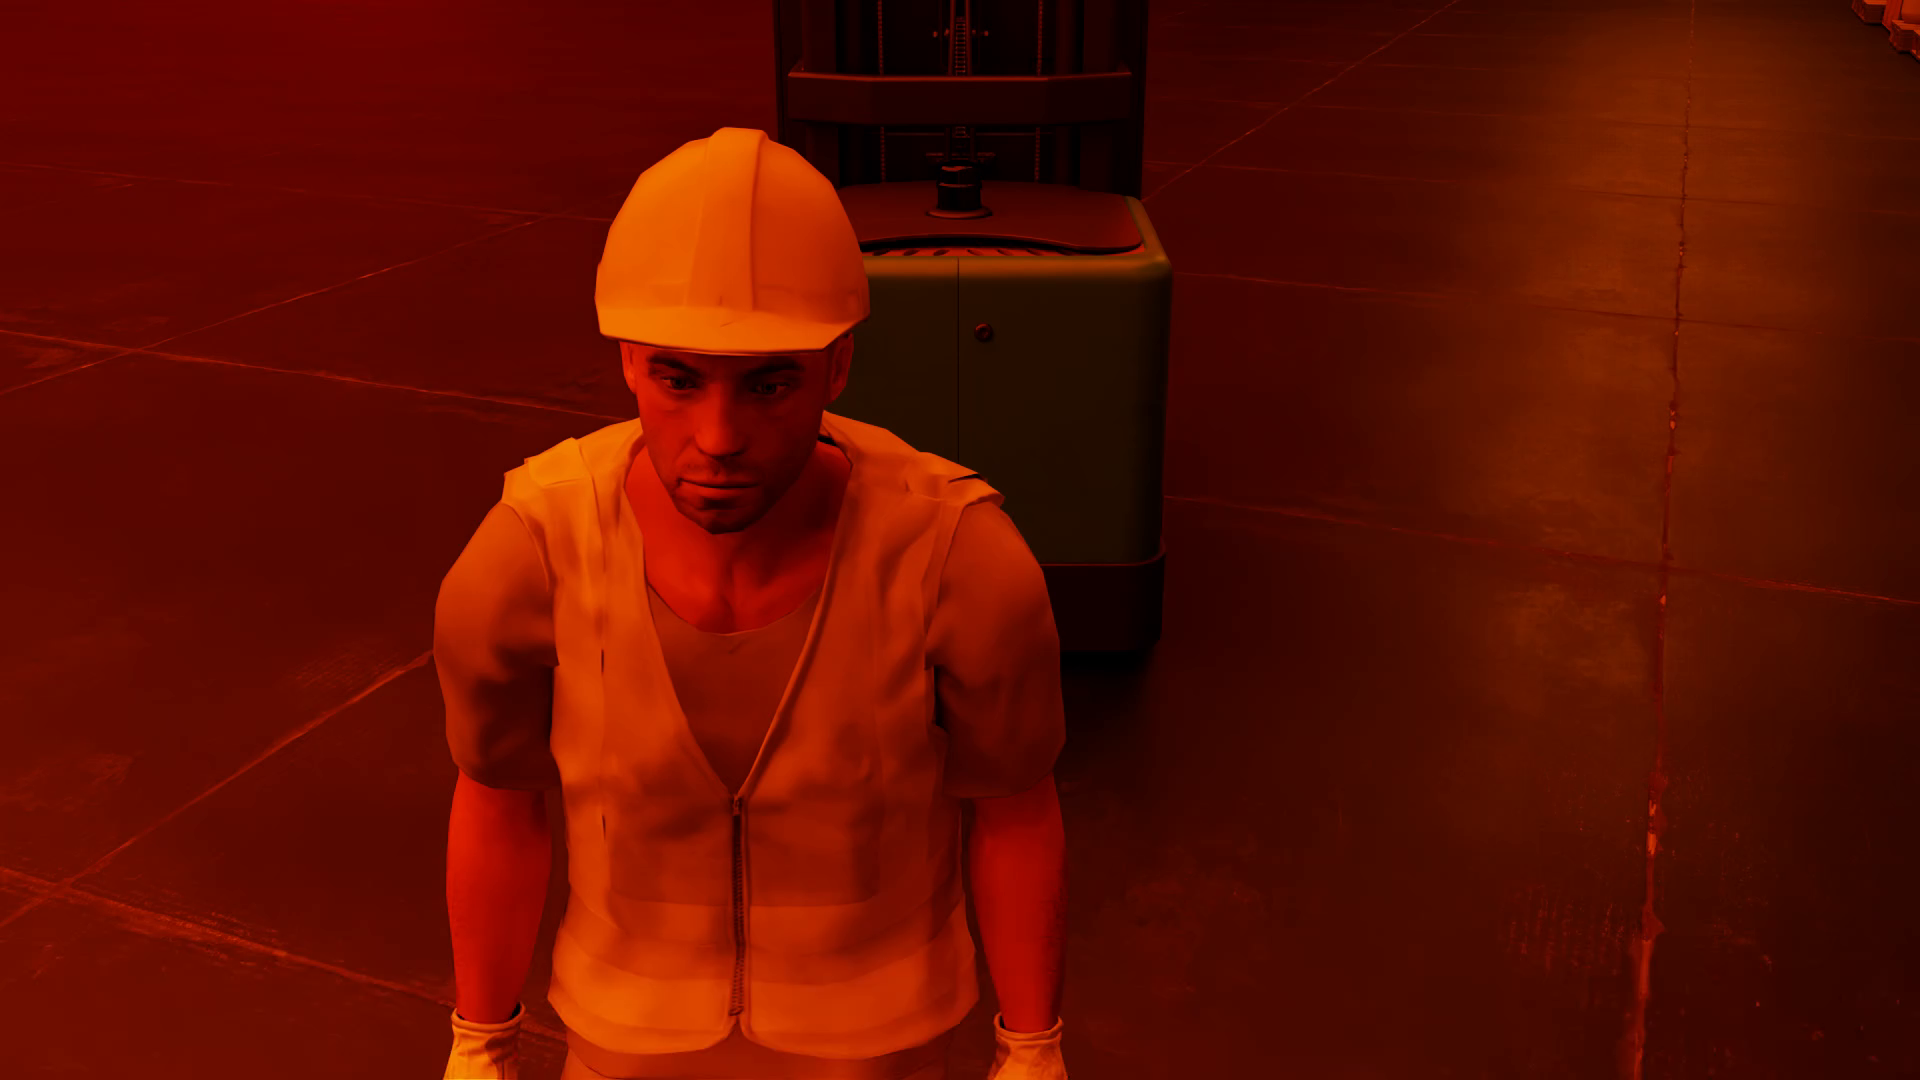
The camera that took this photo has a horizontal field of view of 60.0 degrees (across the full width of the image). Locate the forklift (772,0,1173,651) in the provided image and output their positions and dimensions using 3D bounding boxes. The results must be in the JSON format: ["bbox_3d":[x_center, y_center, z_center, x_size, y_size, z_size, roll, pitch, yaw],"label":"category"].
[{"bbox_3d":[0.002,-1.587,5.089,1.130,2.935,3.031,0,23,0],"label":"forklift"}]

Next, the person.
[{"bbox_3d":[-0.193,0.502,1.591,0.616,1.778,0.453,1,23,1],"label":"person"}]
